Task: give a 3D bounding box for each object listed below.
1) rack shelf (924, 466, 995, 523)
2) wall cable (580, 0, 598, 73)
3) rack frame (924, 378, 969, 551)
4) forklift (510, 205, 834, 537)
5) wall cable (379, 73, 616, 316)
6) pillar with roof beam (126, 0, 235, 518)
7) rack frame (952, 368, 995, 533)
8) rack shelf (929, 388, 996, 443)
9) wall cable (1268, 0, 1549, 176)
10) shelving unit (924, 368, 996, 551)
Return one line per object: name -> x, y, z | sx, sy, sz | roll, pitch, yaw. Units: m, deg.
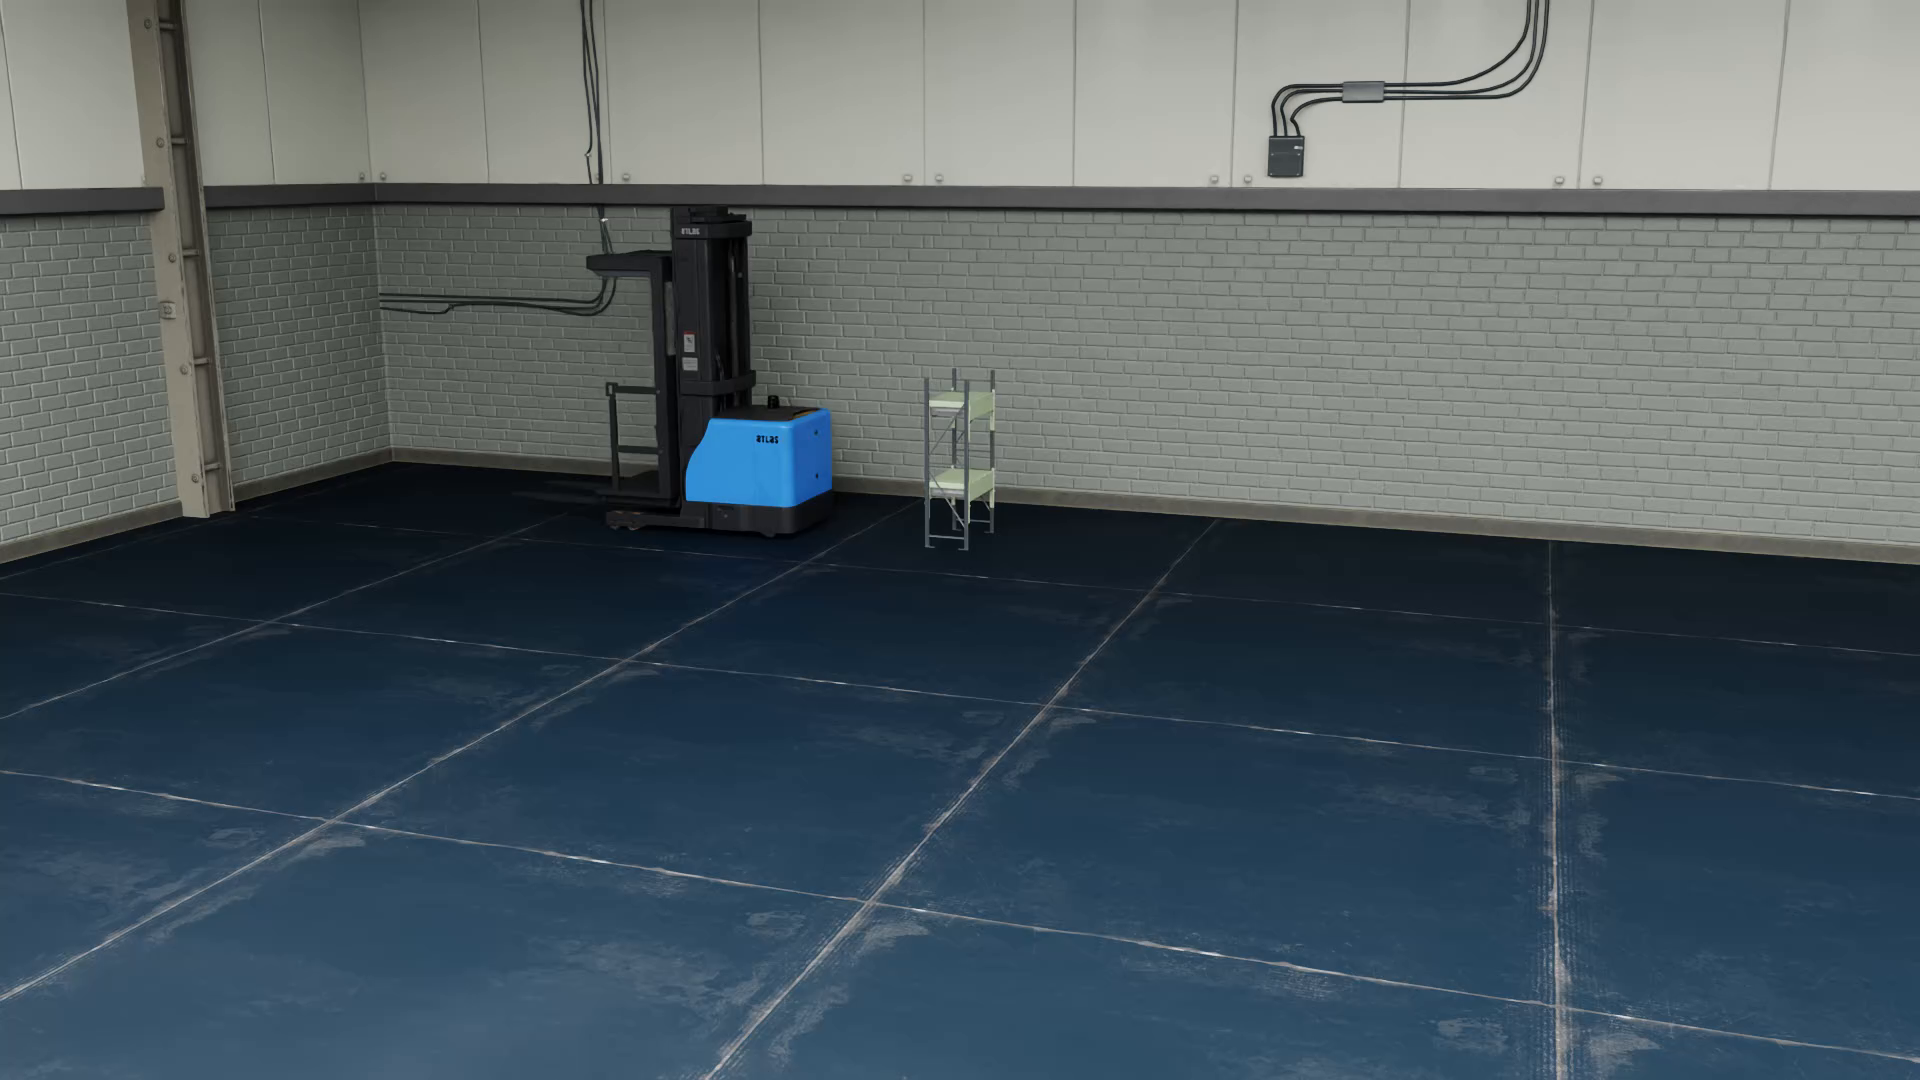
rack shelf -> 0.002, -0.415, 14.900 | 0.431, 0.370, 0.720 | 4, 14, 18
wall cable -> -2.532, -5.929, 16.370 | 3.097, 2.526, 0.112 | 4, 14, 18
rack frame -> -0.116, -0.656, 14.490 | 0.400, 1.500, 0.023 | 4, 14, 18
forklift -> -2.771, -1.624, 15.517 | 3.031, 2.935, 1.130 | 4, 14, 18
wall cable -> -5.092, -3.661, 17.785 | 3.097, 2.526, 0.112 | 4, 14, 18
pillar with roof beam -> -3.223, -4.340, 13.781 | 9.100, 9.000, 0.400 | 4, 14, 18
rack frame -> 0.121, -0.810, 15.165 | 0.400, 1.500, 0.023 | 4, 14, 18
rack shelf -> 0.002, -1.113, 14.740 | 0.431, 0.370, 0.720 | 4, 14, 18
wall cable -> 3.886, -6.146, 14.052 | 2.305, 6.003, 0.169 | 4, 14, 18
shelving unit -> 0.002, -0.733, 14.827 | 0.431, 1.500, 0.755 | 4, 14, 18
